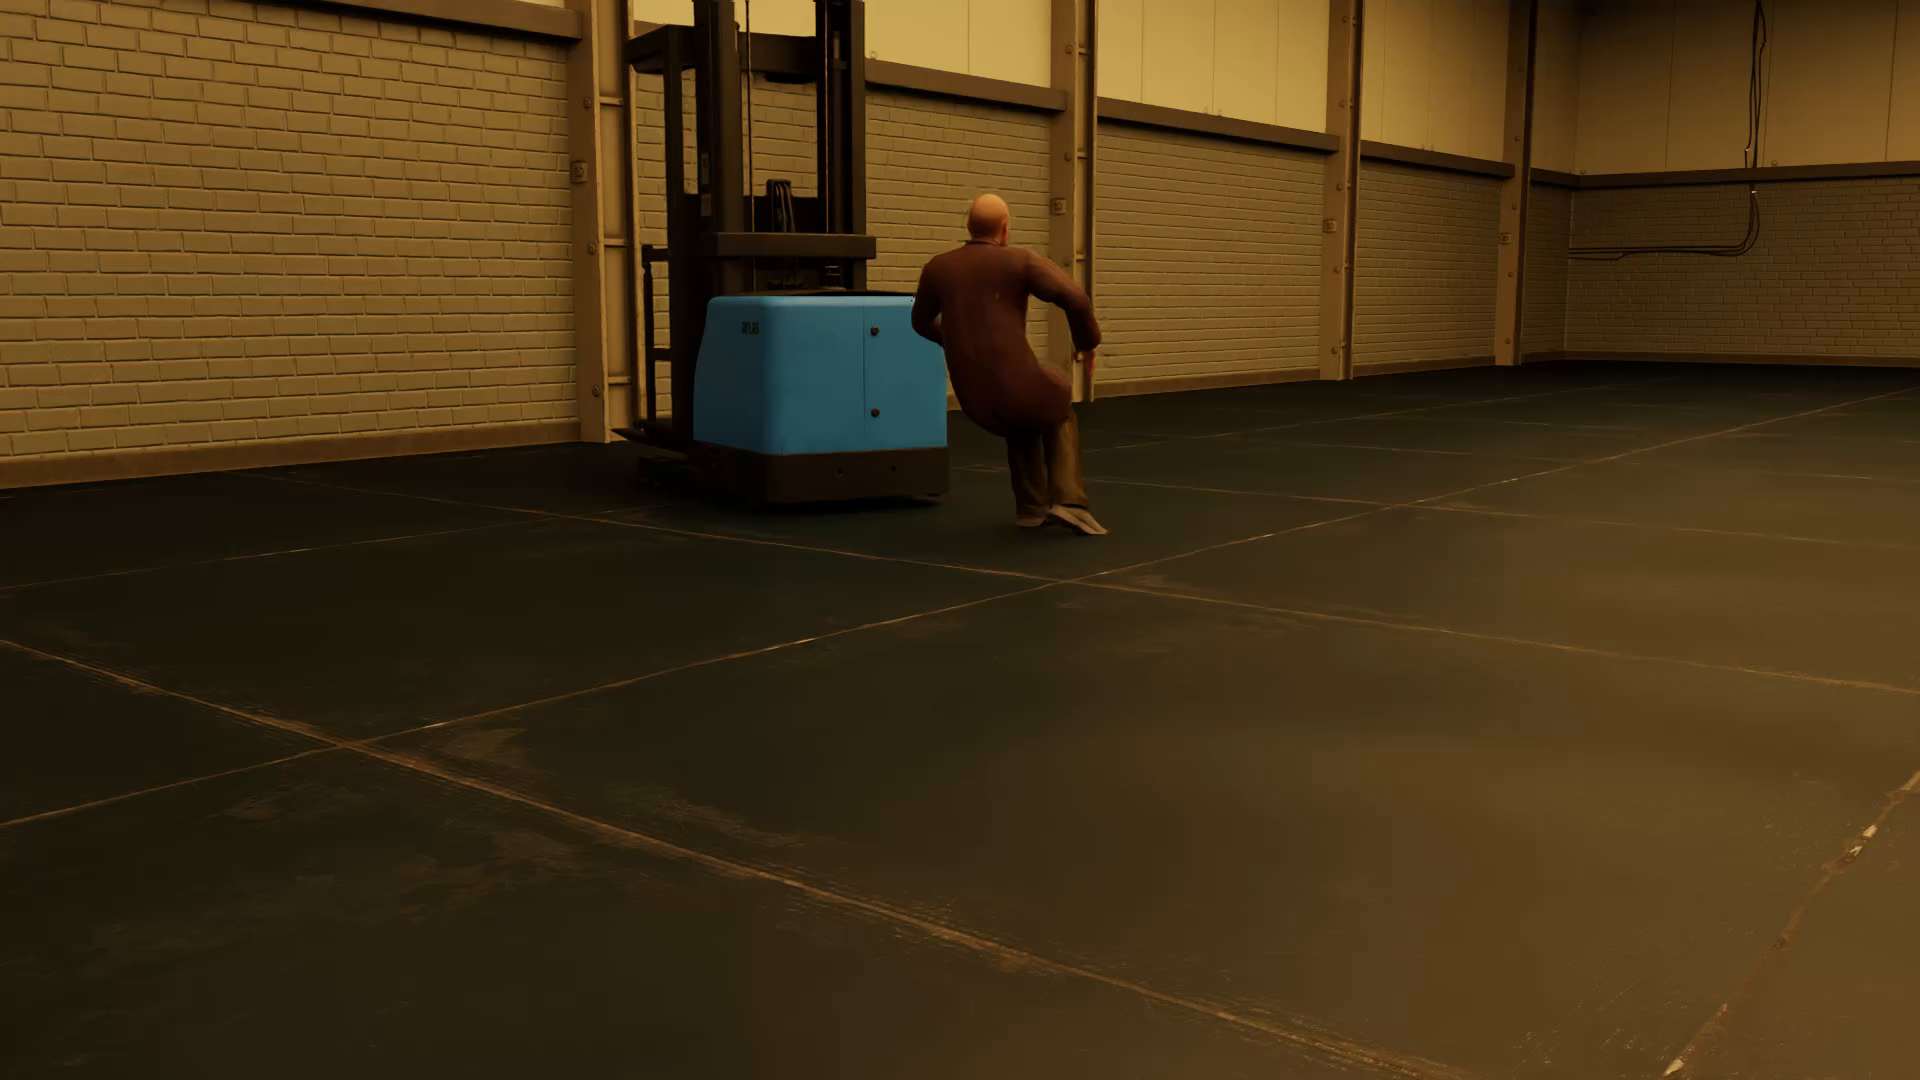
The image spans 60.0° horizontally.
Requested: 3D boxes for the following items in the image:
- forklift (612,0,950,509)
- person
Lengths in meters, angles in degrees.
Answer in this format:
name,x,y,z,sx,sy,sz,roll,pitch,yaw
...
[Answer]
name,x,y,z,sx,sy,sz,roll,pitch,yaw
forklift,-1.215,-1.779,9.438,1.130,2.935,3.031,-5,10,-29
person,0.253,-0.768,7.591,0.865,1.564,0.909,3,9,22
